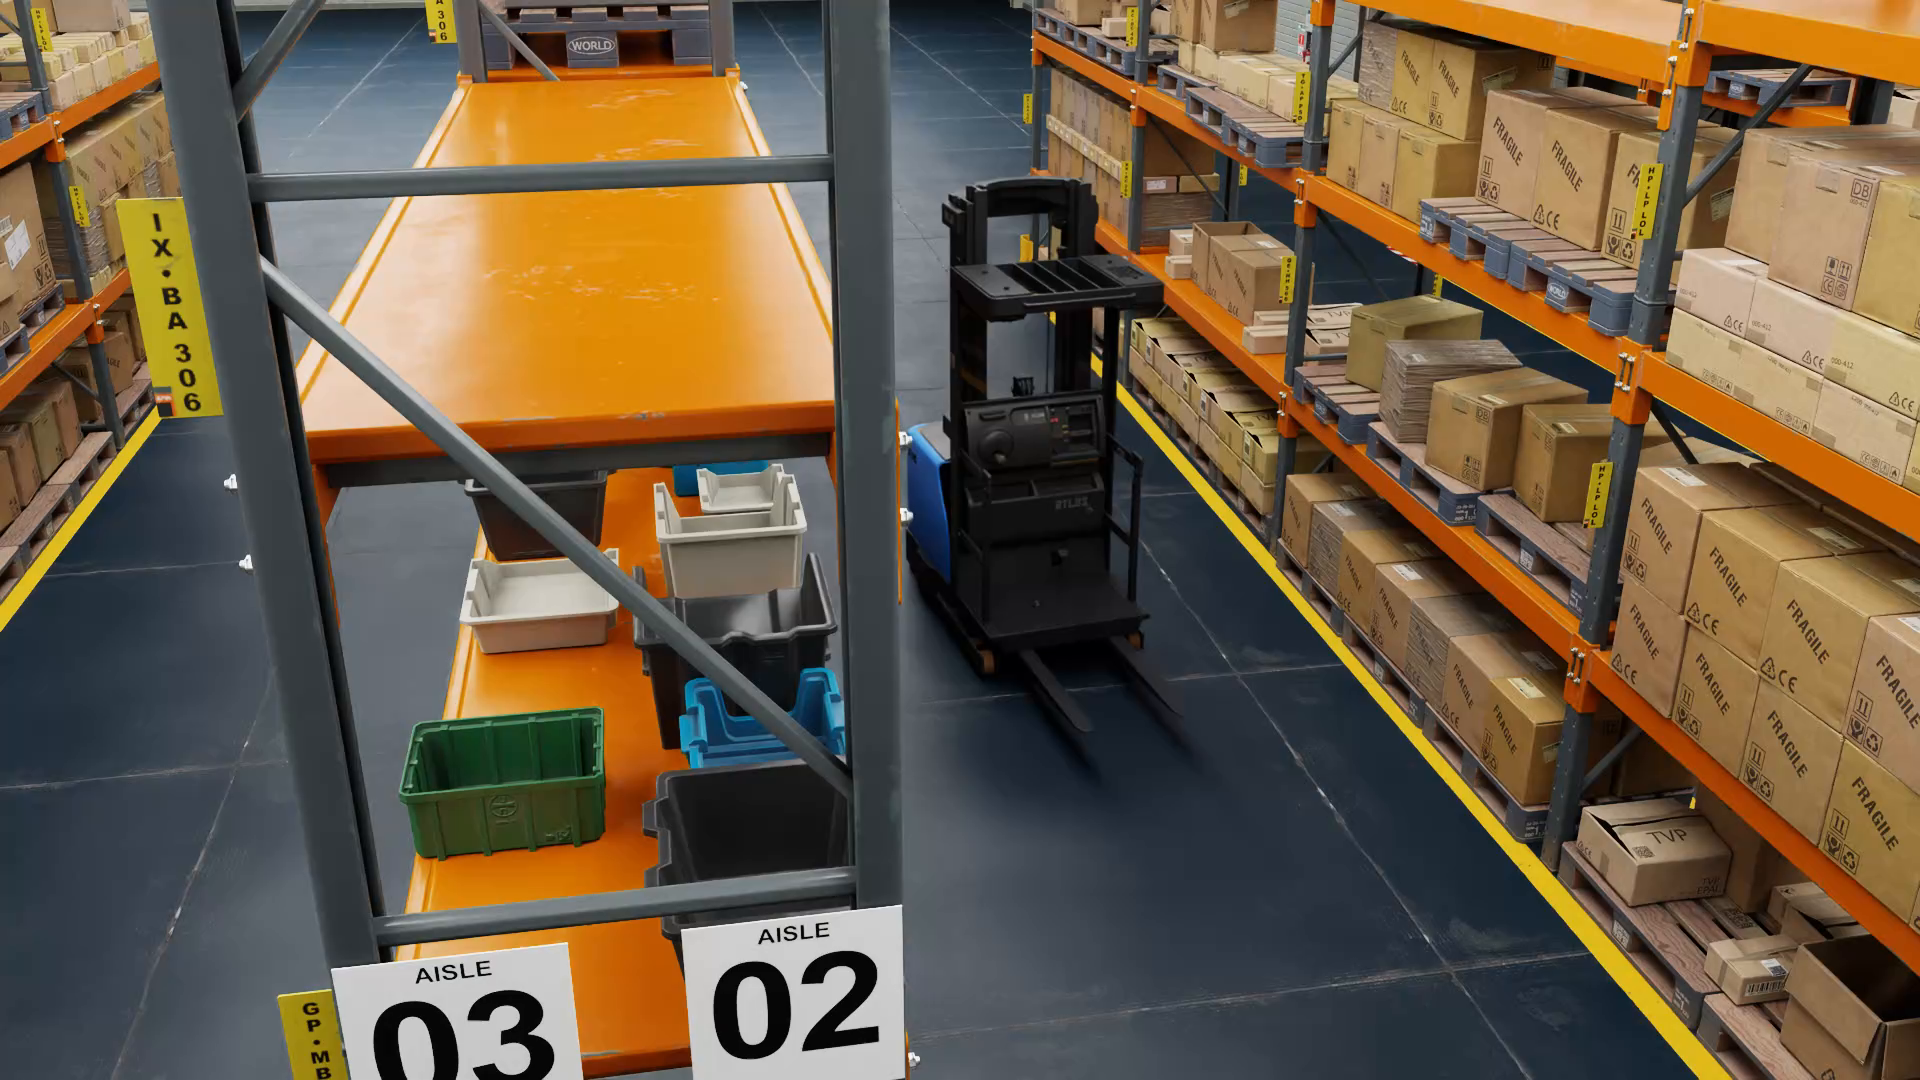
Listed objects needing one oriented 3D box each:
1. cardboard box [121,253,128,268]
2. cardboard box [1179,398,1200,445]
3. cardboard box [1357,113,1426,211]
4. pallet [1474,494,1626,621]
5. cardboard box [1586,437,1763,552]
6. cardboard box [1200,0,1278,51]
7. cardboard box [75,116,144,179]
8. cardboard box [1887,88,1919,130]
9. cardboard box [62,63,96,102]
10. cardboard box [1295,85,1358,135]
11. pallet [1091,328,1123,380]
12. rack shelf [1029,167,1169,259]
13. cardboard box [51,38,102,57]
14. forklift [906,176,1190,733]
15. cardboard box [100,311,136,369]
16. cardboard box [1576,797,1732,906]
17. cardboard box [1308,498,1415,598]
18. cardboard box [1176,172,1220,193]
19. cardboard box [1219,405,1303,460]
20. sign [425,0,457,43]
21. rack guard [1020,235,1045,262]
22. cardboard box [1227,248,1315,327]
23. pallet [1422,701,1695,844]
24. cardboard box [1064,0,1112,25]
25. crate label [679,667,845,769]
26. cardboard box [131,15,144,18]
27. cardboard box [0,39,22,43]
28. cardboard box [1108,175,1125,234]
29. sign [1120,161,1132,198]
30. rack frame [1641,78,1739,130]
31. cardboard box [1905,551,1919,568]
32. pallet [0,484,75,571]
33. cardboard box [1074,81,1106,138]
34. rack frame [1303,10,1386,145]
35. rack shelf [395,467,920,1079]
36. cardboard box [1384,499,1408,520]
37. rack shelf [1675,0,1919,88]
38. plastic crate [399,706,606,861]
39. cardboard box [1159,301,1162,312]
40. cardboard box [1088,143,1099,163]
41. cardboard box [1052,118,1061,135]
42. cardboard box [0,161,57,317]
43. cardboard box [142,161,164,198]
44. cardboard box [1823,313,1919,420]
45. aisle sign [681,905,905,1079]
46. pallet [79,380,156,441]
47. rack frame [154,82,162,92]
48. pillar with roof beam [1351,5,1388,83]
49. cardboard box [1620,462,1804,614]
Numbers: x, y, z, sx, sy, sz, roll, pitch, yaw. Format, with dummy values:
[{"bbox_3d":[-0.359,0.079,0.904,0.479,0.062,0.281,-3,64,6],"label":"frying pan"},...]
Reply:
[{"bbox_3d":[-7.603,-2.519,14.827,0.380,0.149,0.250,-4,24,-10],"label":"cardboard box"},{"bbox_3d":[2.162,-1.015,13.980,0.500,0.250,0.500,-4,24,-9],"label":"cardboard box"},{"bbox_3d":[2.994,-2.342,10.235,0.910,0.500,0.500,-4,24,-10],"label":"cardboard box"},{"bbox_3d":[3.485,0.047,8.876,1.003,0.211,1.213,-4,24,-10],"label":"pallet"},{"bbox_3d":[3.657,-0.159,8.460,0.700,0.500,0.500,-13,27,-27],"label":"cardboard box"},{"bbox_3d":[2.249,-4.239,13.429,0.500,0.500,0.500,-2,24,-5],"label":"cardboard box"},{"bbox_3d":[-7.813,-3.558,15.146,0.500,0.500,0.500,-4,24,-10],"label":"cardboard box"},{"bbox_3d":[7.255,-3.266,12.561,0.500,0.311,0.500,-4,24,-10],"label":"cardboard box"},{"bbox_3d":[-7.625,-3.843,13.983,0.500,0.250,0.500,-5,24,-10],"label":"cardboard box"},{"bbox_3d":[2.646,-2.964,11.446,0.500,0.250,0.500,-6,24,-14],"label":"cardboard box"},{"bbox_3d":[1.940,-1.903,16.586,1.003,0.211,1.213,-4,24,-10],"label":"pallet"},{"bbox_3d":[1.676,-3.322,17.249,1.077,0.370,4.000,-4,24,-10],"label":"rack shelf"},{"bbox_3d":[-7.726,-4.283,14.492,0.380,0.149,0.250,-5,24,-11],"label":"cardboard box"},{"bbox_3d":[0.549,-0.664,10.351,1.130,2.935,3.031,-7,25,-16],"label":"forklift"},{"bbox_3d":[-8.030,-1.803,15.472,0.500,0.500,0.500,-6,24,-14],"label":"cardboard box"},{"bbox_3d":[3.390,1.494,8.135,0.500,0.311,0.500,-4,24,-10],"label":"cardboard box"},{"bbox_3d":[2.691,0.058,11.185,0.500,0.500,0.500,-5,24,-12],"label":"cardboard box"},{"bbox_3d":[2.187,-3.328,15.429,0.380,0.149,0.250,-4,24,-10],"label":"cardboard box"},{"bbox_3d":[2.344,-0.873,12.953,0.500,0.311,0.500,-5,24,-11],"label":"cardboard box"},{"bbox_3d":[-1.884,-1.966,6.013,0.100,0.325,0.005,-4,24,-10],"label":"sign"},{"bbox_3d":[1.302,-3.302,19.429,1.175,0.500,0.348,-4,24,-10],"label":"rack guard"},{"bbox_3d":[2.459,-1.996,13.190,0.500,0.500,0.500,-6,24,-13],"label":"cardboard box"},{"bbox_3d":[3.338,1.243,9.384,1.003,0.211,1.213,-4,24,-10],"label":"pallet"},{"bbox_3d":[1.345,-5.442,16.632,0.500,0.500,0.500,-4,24,-10],"label":"cardboard box"},{"bbox_3d":[-0.457,0.527,3.976,0.408,0.251,0.502,-4,24,-10],"label":"crate label"},{"bbox_3d":[-8.139,-4.998,16.130,0.380,0.149,0.250,-5,24,-11],"label":"cardboard box"},{"bbox_3d":[-8.283,-4.246,14.409,0.380,0.149,0.250,-3,24,-7],"label":"cardboard box"},{"bbox_3d":[1.854,-3.292,16.157,0.700,0.500,0.500,-5,24,-10],"label":"cardboard box"},{"bbox_3d":[1.501,-3.256,15.020,0.100,0.325,0.005,-4,24,-10],"label":"sign"},{"bbox_3d":[6.913,-3.233,16.147,1.000,3.000,0.127,-4,24,-10],"label":"rack frame"},{"bbox_3d":[4.064,0.357,6.553,0.500,0.500,0.500,-4,24,-9],"label":"cardboard box"},{"bbox_3d":[-7.316,-0.068,12.385,1.003,0.211,1.213,-4,24,-10],"label":"pallet"},{"bbox_3d":[1.586,-4.468,17.230,0.700,0.500,0.500,-4,24,-10],"label":"cardboard box"},{"bbox_3d":[2.786,-4.041,10.501,1.000,3.000,0.127,-4,24,-10],"label":"rack frame"},{"bbox_3d":[-0.974,0.389,5.006,1.077,0.370,4.000,-4,24,-10],"label":"rack shelf"},{"bbox_3d":[3.189,0.003,11.311,0.500,0.500,0.500,-3,24,-8],"label":"cardboard box"},{"bbox_3d":[3.895,-1.349,5.242,1.077,0.370,4.000,-4,24,-10],"label":"rack shelf"},{"bbox_3d":[-1.067,0.576,3.943,0.450,0.188,0.336,-4,24,-10],"label":"plastic crate"},{"bbox_3d":[2.168,-2.543,16.540,0.500,0.500,0.500,-4,24,-10],"label":"cardboard box"},{"bbox_3d":[1.500,-3.903,16.745,0.380,0.149,0.250,-4,24,-8],"label":"cardboard box"},{"bbox_3d":[1.219,-4.507,18.130,0.380,0.149,0.250,-5,24,-11],"label":"cardboard box"},{"bbox_3d":[-7.681,-2.278,12.685,1.000,1.000,1.000,-4,24,-9],"label":"cardboard box"},{"bbox_3d":[-8.095,-3.283,15.764,0.875,0.500,0.500,-4,24,-10],"label":"cardboard box"},{"bbox_3d":[3.546,-0.649,6.047,0.500,0.250,0.500,-4,24,-10],"label":"cardboard box"},{"bbox_3d":[-0.299,1.035,3.126,0.394,0.787,0.004,-4,24,-10],"label":"aisle sign"},{"bbox_3d":[-7.849,-1.117,14.786,1.003,0.211,1.213,-4,24,-10],"label":"pallet"},{"bbox_3d":[-8.430,-3.706,17.231,1.000,3.000,0.127,-4,24,-10],"label":"rack frame"},{"bbox_3d":[1.813,-9.386,22.739,9.100,9.000,0.400,-4,24,-10],"label":"pillar with roof beam"},{"bbox_3d":[3.336,-0.016,7.407,0.500,0.500,0.500,-4,24,-8],"label":"cardboard box"}]
